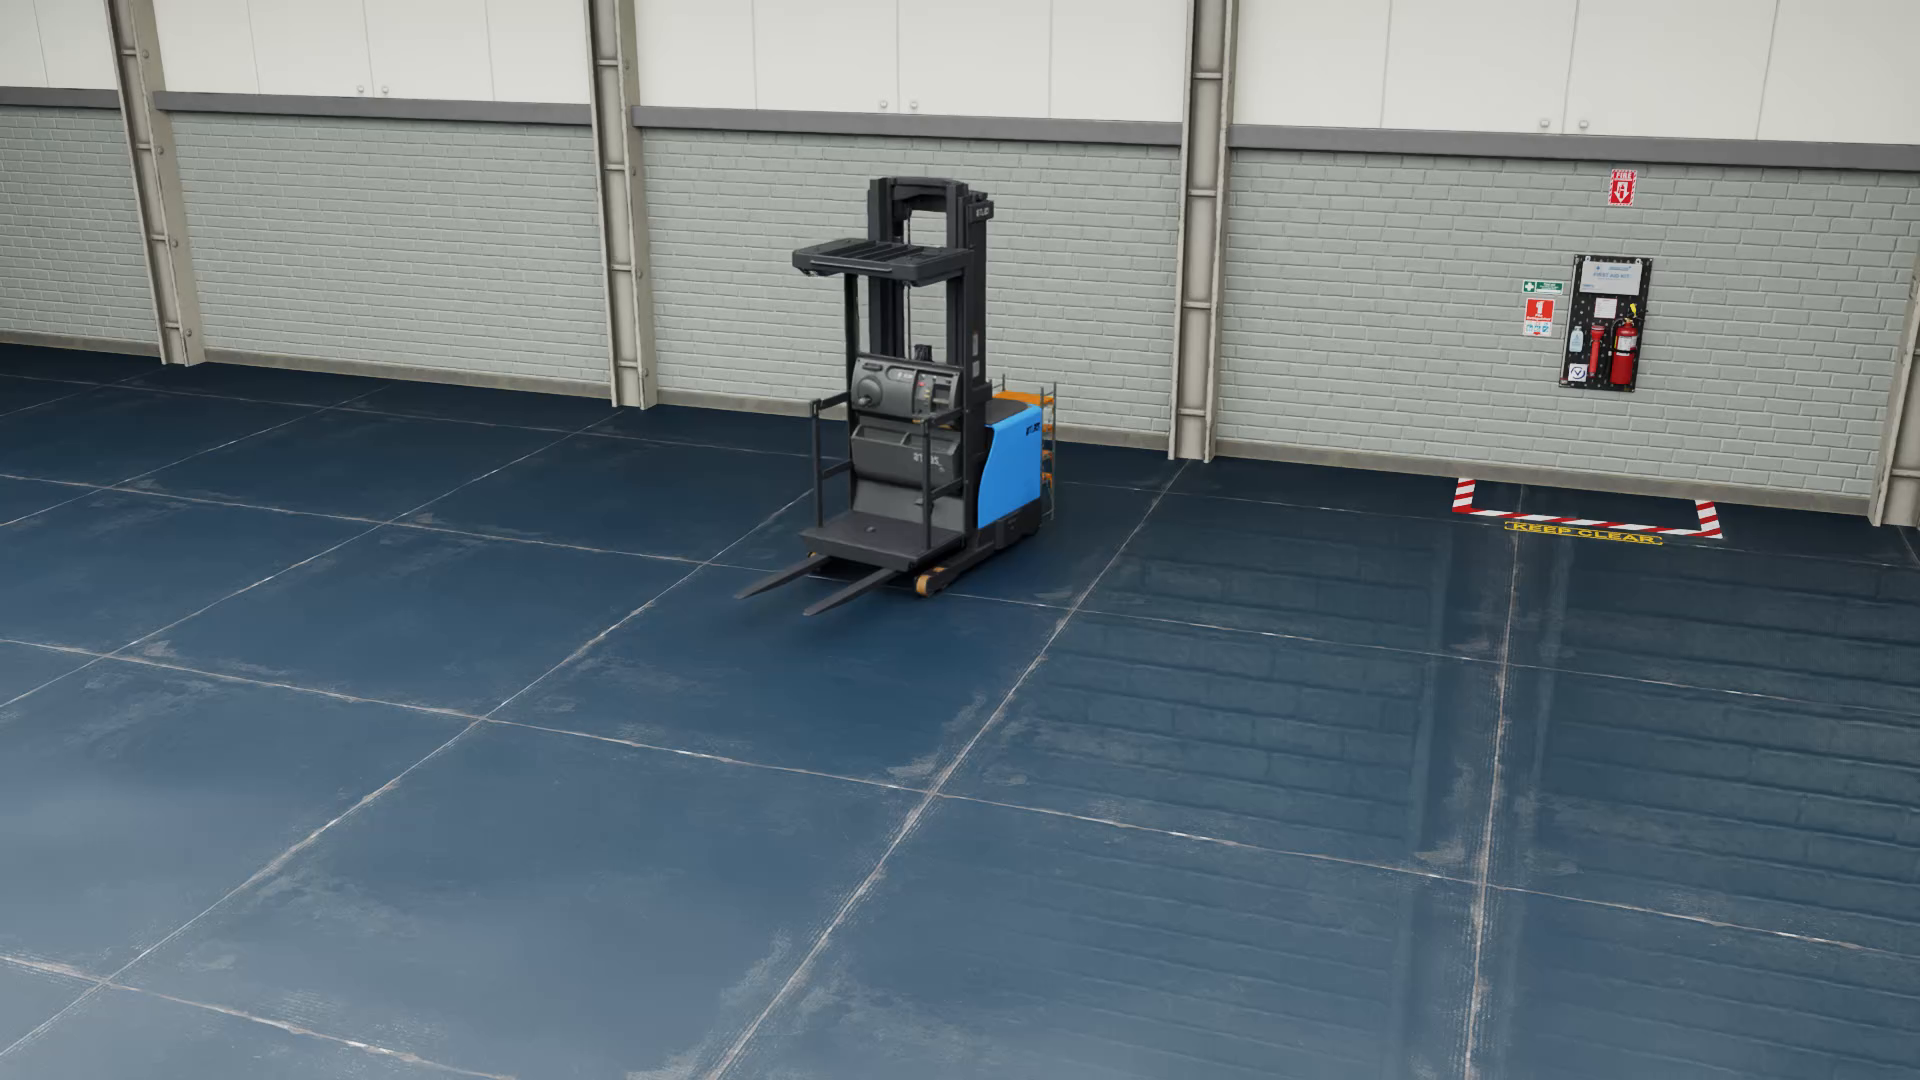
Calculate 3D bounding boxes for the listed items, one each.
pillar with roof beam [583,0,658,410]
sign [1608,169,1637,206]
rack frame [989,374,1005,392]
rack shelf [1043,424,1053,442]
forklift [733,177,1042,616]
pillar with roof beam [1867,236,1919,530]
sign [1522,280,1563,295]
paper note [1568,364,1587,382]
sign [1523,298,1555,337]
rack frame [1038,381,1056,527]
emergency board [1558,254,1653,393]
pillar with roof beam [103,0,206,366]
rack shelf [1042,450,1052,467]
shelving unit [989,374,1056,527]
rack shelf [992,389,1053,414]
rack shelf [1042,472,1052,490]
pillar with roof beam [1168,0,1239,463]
[{"bbox_3d":[-4.870,-4.353,12.394,0.400,9.000,9.100,7,20,18],"label":"pillar with roof beam"},{"bbox_3d":[5.581,-2.968,14.012,0.199,0.298,0.001,7,20,18],"label":"sign"},{"bbox_3d":[0.310,-0.794,14.030,0.015,1.200,0.240,11,22,30],"label":"rack frame"},{"bbox_3d":[0.518,-0.899,13.857,0.480,0.148,0.258,11,22,30],"label":"rack shelf"},{"bbox_3d":[-0.525,-1.137,12.386,1.130,2.935,3.031,11,22,30],"label":"forklift"},{"bbox_3d":[6.465,-3.057,8.675,0.400,9.000,9.100,7,20,18],"label":"pillar with roof beam"},{"bbox_3d":[5.069,-2.197,14.463,0.331,0.109,0.001,7,20,18],"label":"sign"},{"bbox_3d":[5.411,-1.466,14.564,0.142,0.148,0.016,7,20,18],"label":"paper note"},{"bbox_3d":[5.068,-1.950,14.560,0.234,0.329,0.001,7,20,18],"label":"sign"},{"bbox_3d":[0.725,-0.709,13.788,0.015,1.200,0.240,11,22,30],"label":"rack frame"},{"bbox_3d":[5.556,-1.842,14.302,0.643,1.169,0.194,7,20,18],"label":"emergency board"},{"bbox_3d":[-10.538,-5.001,14.253,0.400,9.000,9.100,7,20,18],"label":"pillar with roof beam"},{"bbox_3d":[0.517,-0.688,13.931,0.480,0.148,0.258,11,22,30],"label":"rack shelf"},{"bbox_3d":[0.518,-0.751,13.909,0.503,1.200,0.258,11,22,30],"label":"shelving unit"},{"bbox_3d":[0.518,-1.123,13.780,0.480,0.148,0.258,11,22,30],"label":"rack shelf"},{"bbox_3d":[0.517,-0.500,13.996,0.480,0.148,0.258,11,22,30],"label":"rack shelf"},{"bbox_3d":[0.797,-3.705,10.534,0.400,9.000,9.100,7,20,18],"label":"pillar with roof beam"}]
